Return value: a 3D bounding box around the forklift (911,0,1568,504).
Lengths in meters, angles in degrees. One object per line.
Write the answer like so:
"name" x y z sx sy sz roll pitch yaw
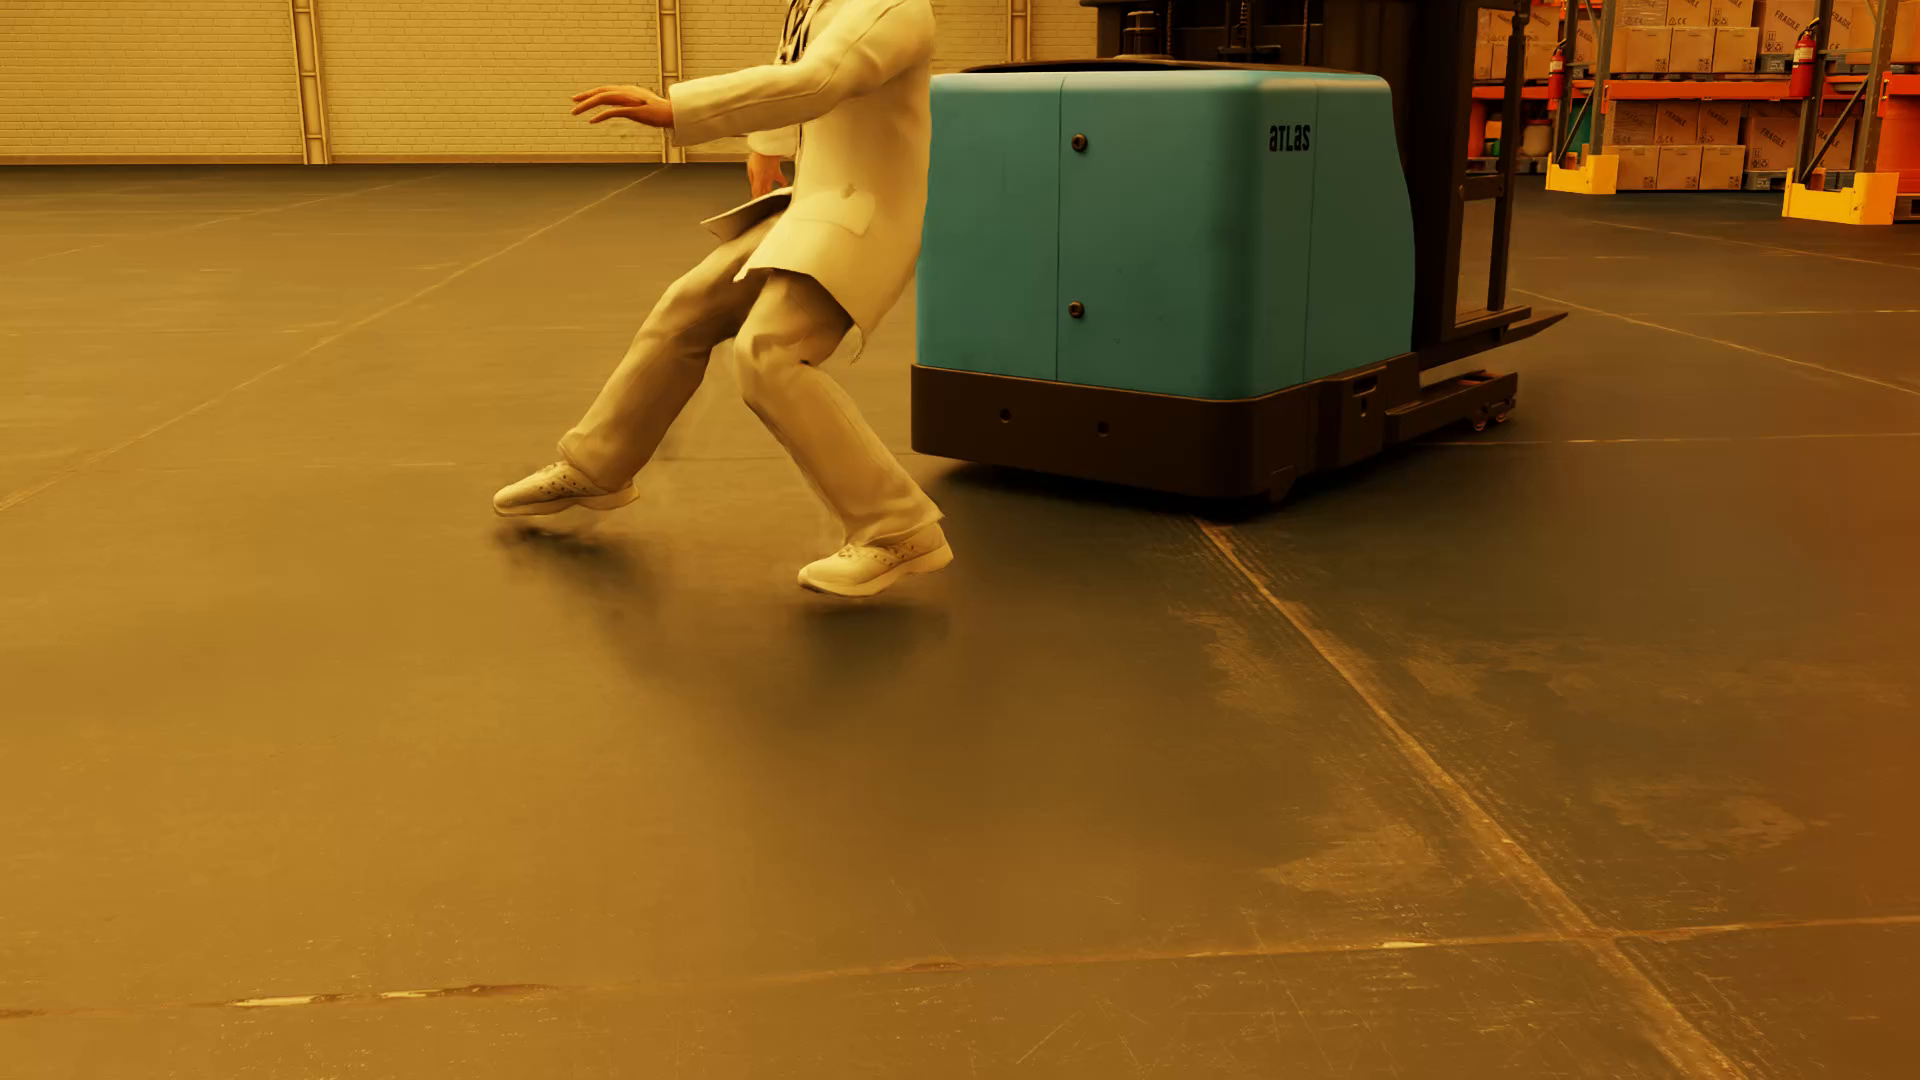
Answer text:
"forklift" 1.155 -1.824 5.109 1.130 2.935 3.031 11 18 36

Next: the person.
"person" -0.554 -0.717 3.590 1.003 1.524 1.058 -3 15 -13
